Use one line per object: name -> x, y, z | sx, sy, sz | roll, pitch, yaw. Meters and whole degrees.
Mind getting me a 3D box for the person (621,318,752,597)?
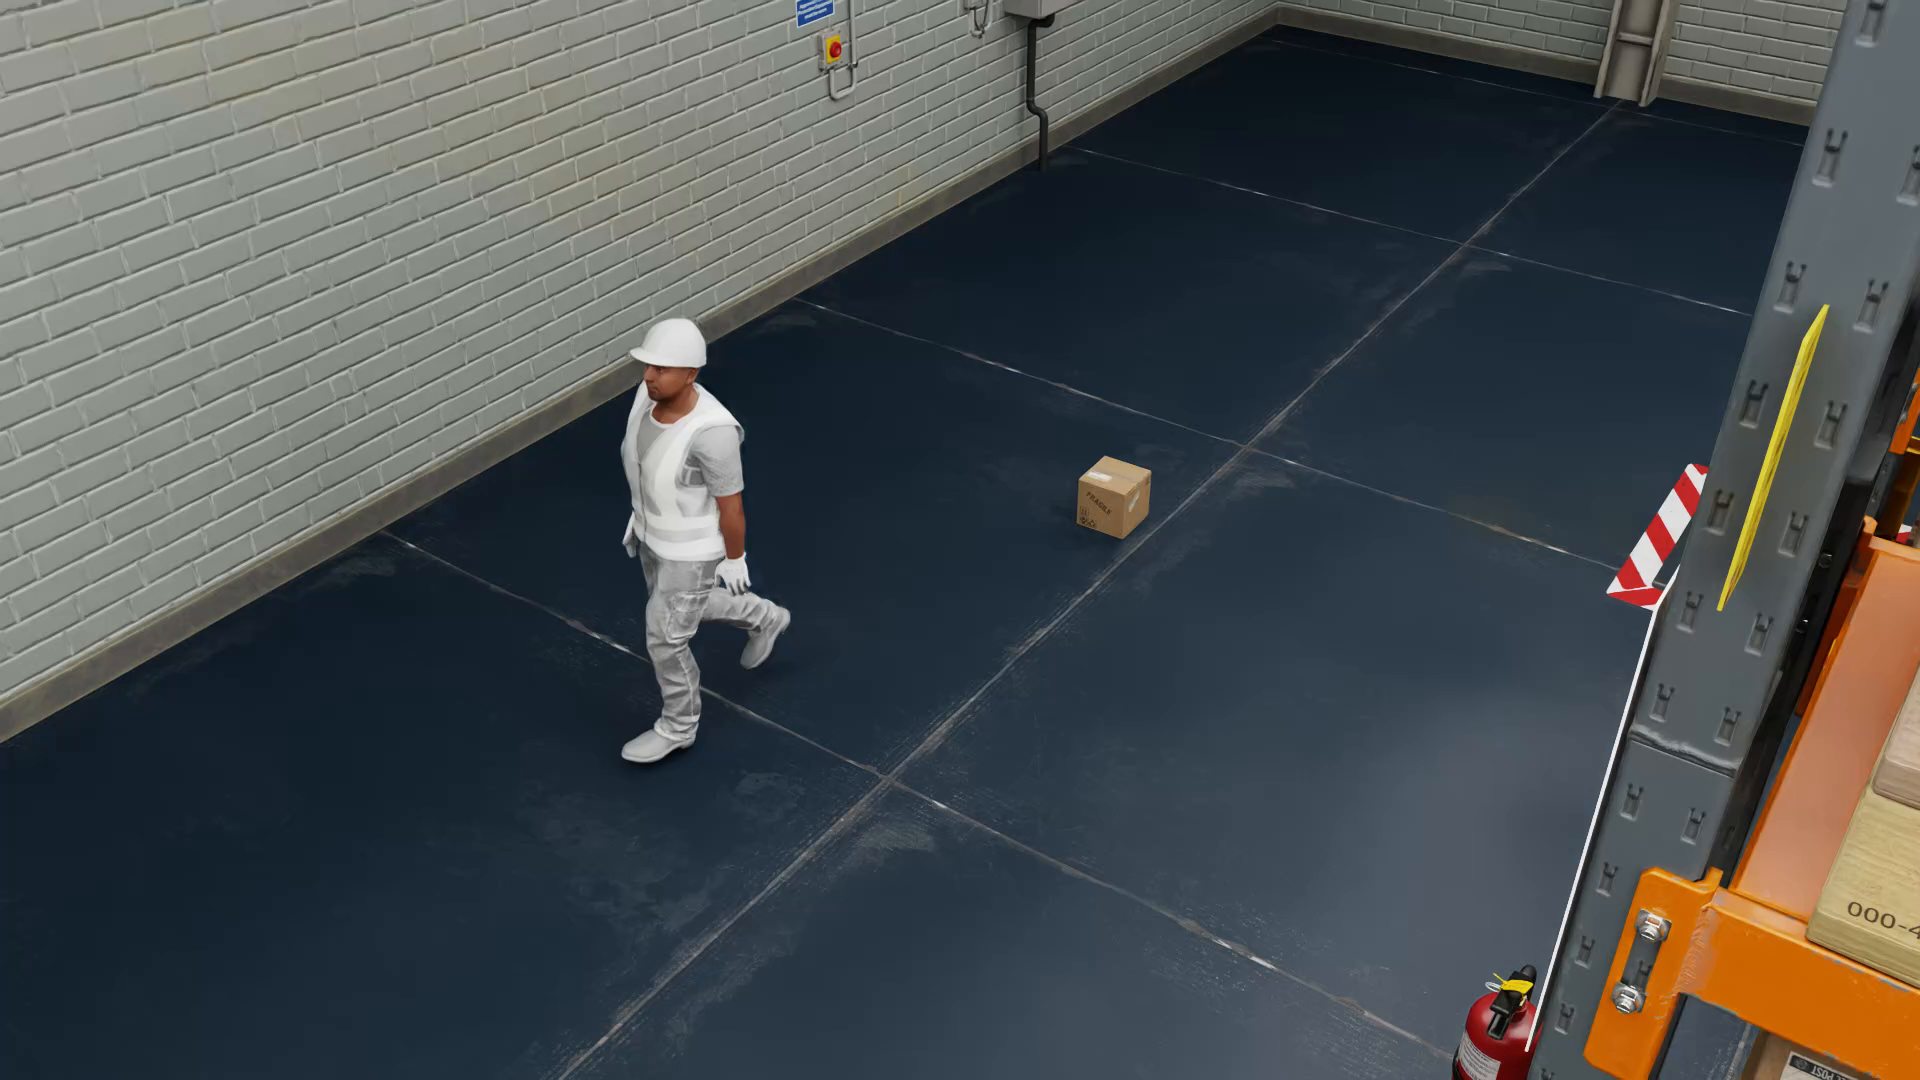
person -> -1.011, -0.293, 5.937 | 0.341, 1.087, 0.552 | -22, 40, -29
